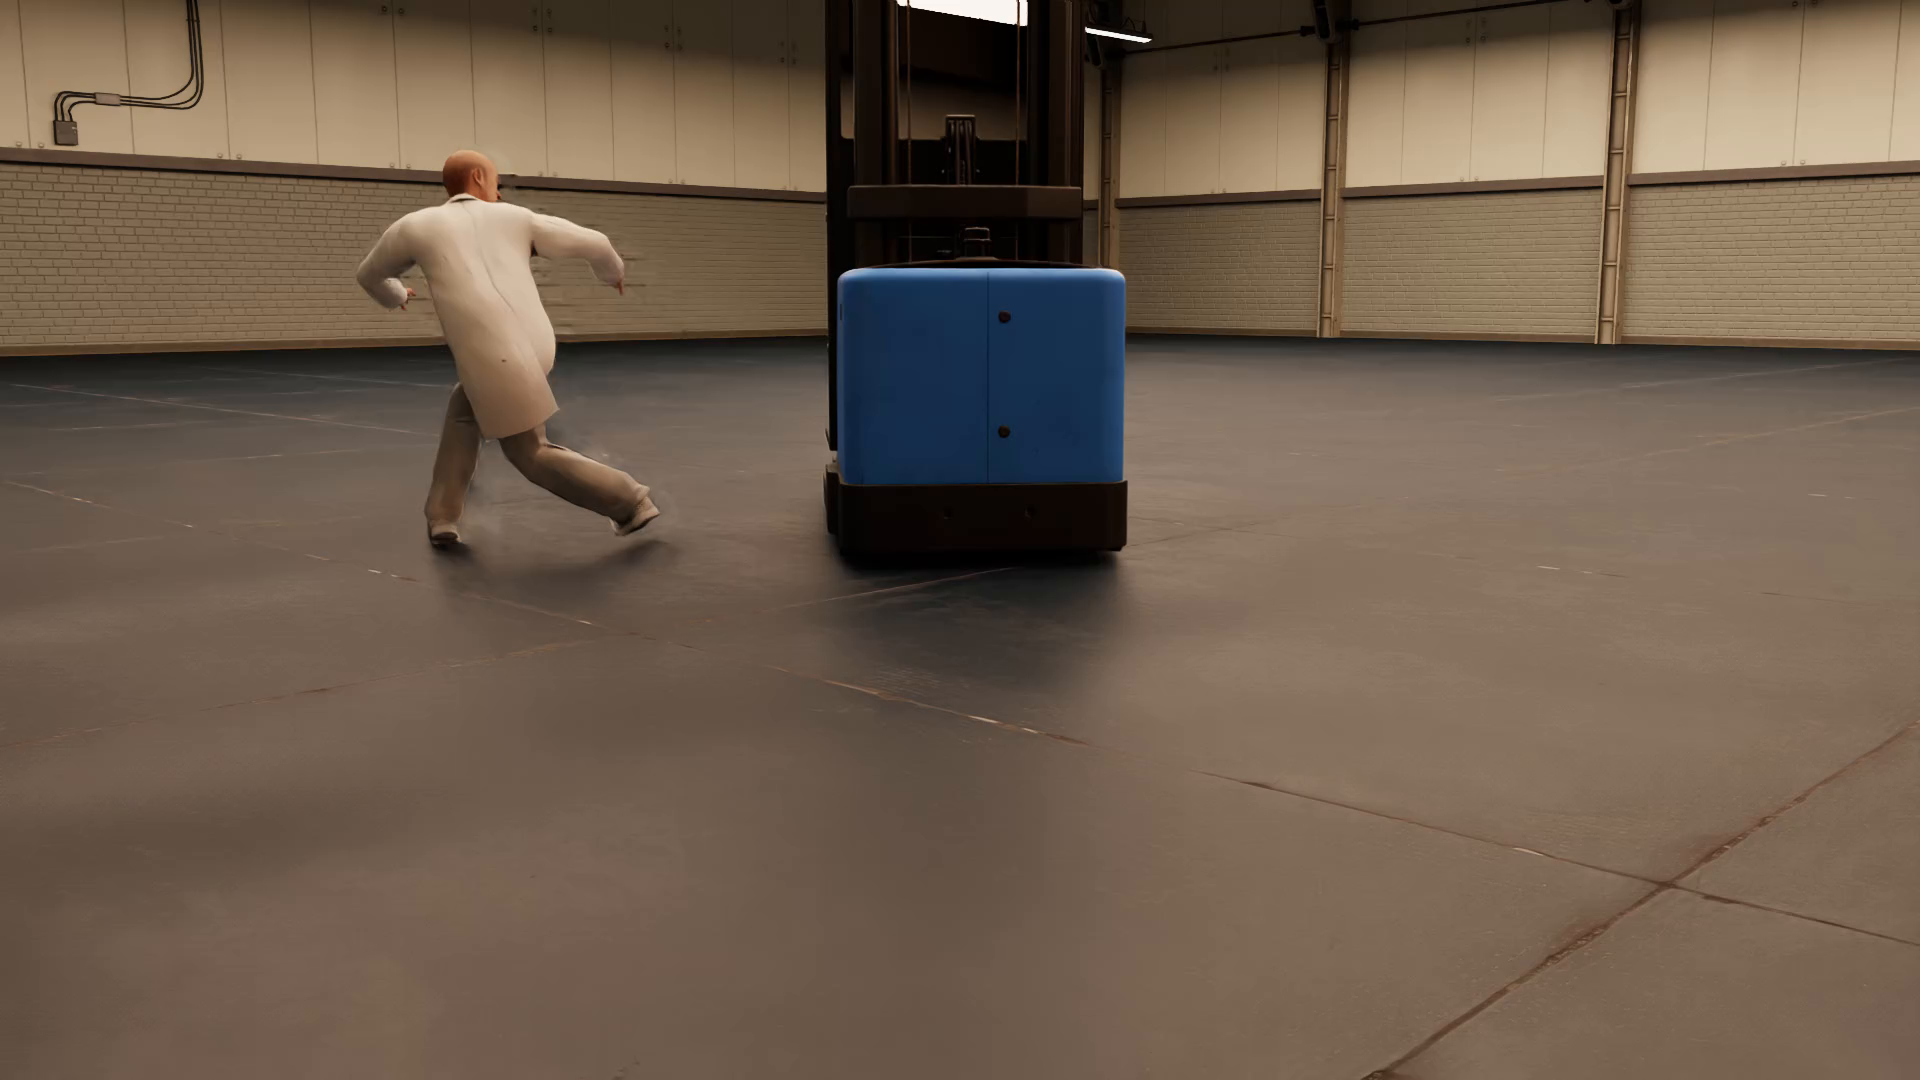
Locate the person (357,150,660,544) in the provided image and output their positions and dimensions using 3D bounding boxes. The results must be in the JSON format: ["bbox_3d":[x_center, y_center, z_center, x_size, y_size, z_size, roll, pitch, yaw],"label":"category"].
[{"bbox_3d":[-1.777,-0.734,6.590,1.171,1.564,0.982,8,12,43],"label":"person"}]

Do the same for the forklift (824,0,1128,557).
[{"bbox_3d":[-0.046,-1.565,7.270,1.130,2.935,3.031,-1,9,-6],"label":"forklift"}]
